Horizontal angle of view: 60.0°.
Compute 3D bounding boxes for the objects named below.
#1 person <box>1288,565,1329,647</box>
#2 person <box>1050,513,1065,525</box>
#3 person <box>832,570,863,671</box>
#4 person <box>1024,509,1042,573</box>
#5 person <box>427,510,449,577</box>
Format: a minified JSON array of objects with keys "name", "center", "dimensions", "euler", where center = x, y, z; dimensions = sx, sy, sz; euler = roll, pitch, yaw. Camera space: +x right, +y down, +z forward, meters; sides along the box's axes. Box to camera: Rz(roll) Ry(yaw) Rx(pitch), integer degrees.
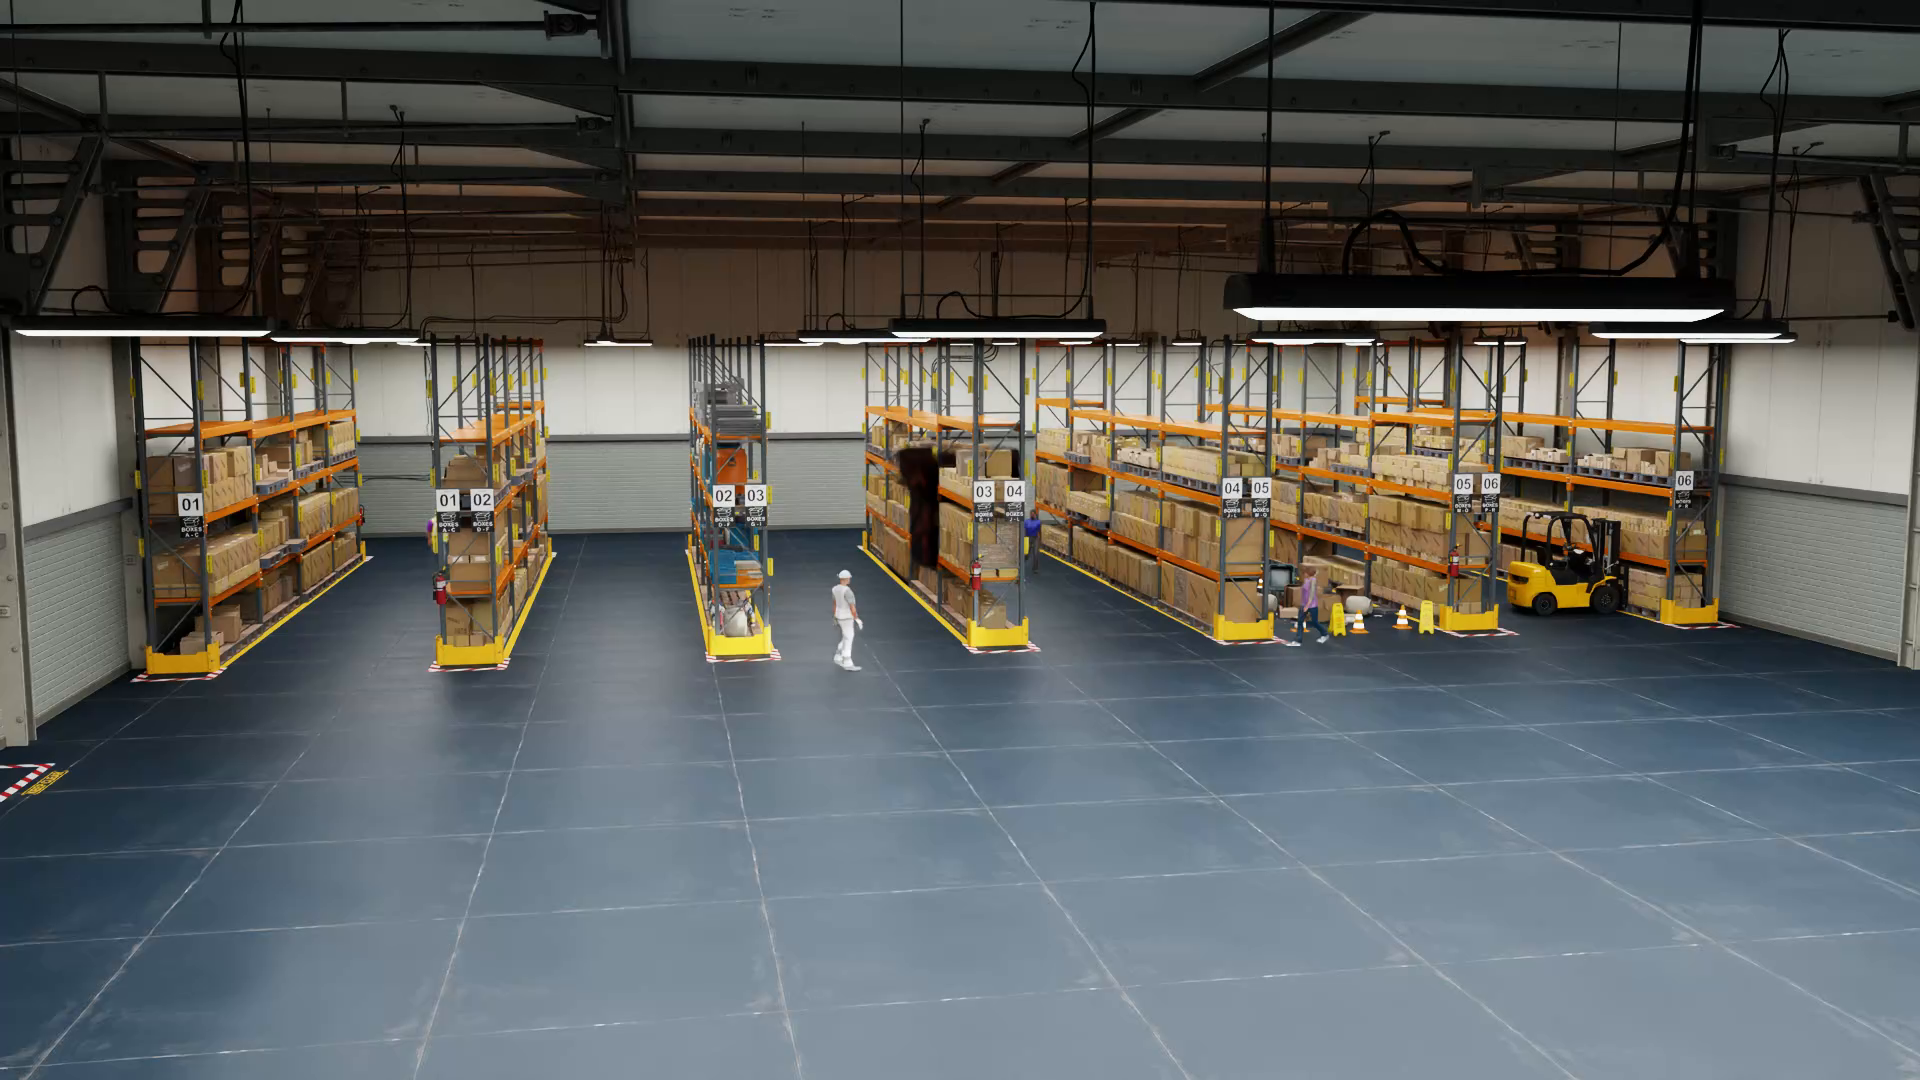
[{"name":"person","center":[6.753,1.266,32.080],"dimensions":[0.877,1.564,0.378],"euler":[-4,8,-34]},{"name":"person","center":[2.982,-0.845,49.821],"dimensions":[0.456,1.772,0.581],"euler":[-4,8,-34]},{"name":"person","center":[-2.027,1.431,29.748],"dimensions":[0.467,1.803,0.654],"euler":[-2,7,-20]},{"name":"person","center":[1.850,0.019,42.655],"dimensions":[0.475,1.627,0.665],"euler":[-1,7,-12]},{"name":"person","center":[-13.192,0.054,42.021],"dimensions":[0.507,1.730,0.986],"euler":[-1,7,-5]}]
